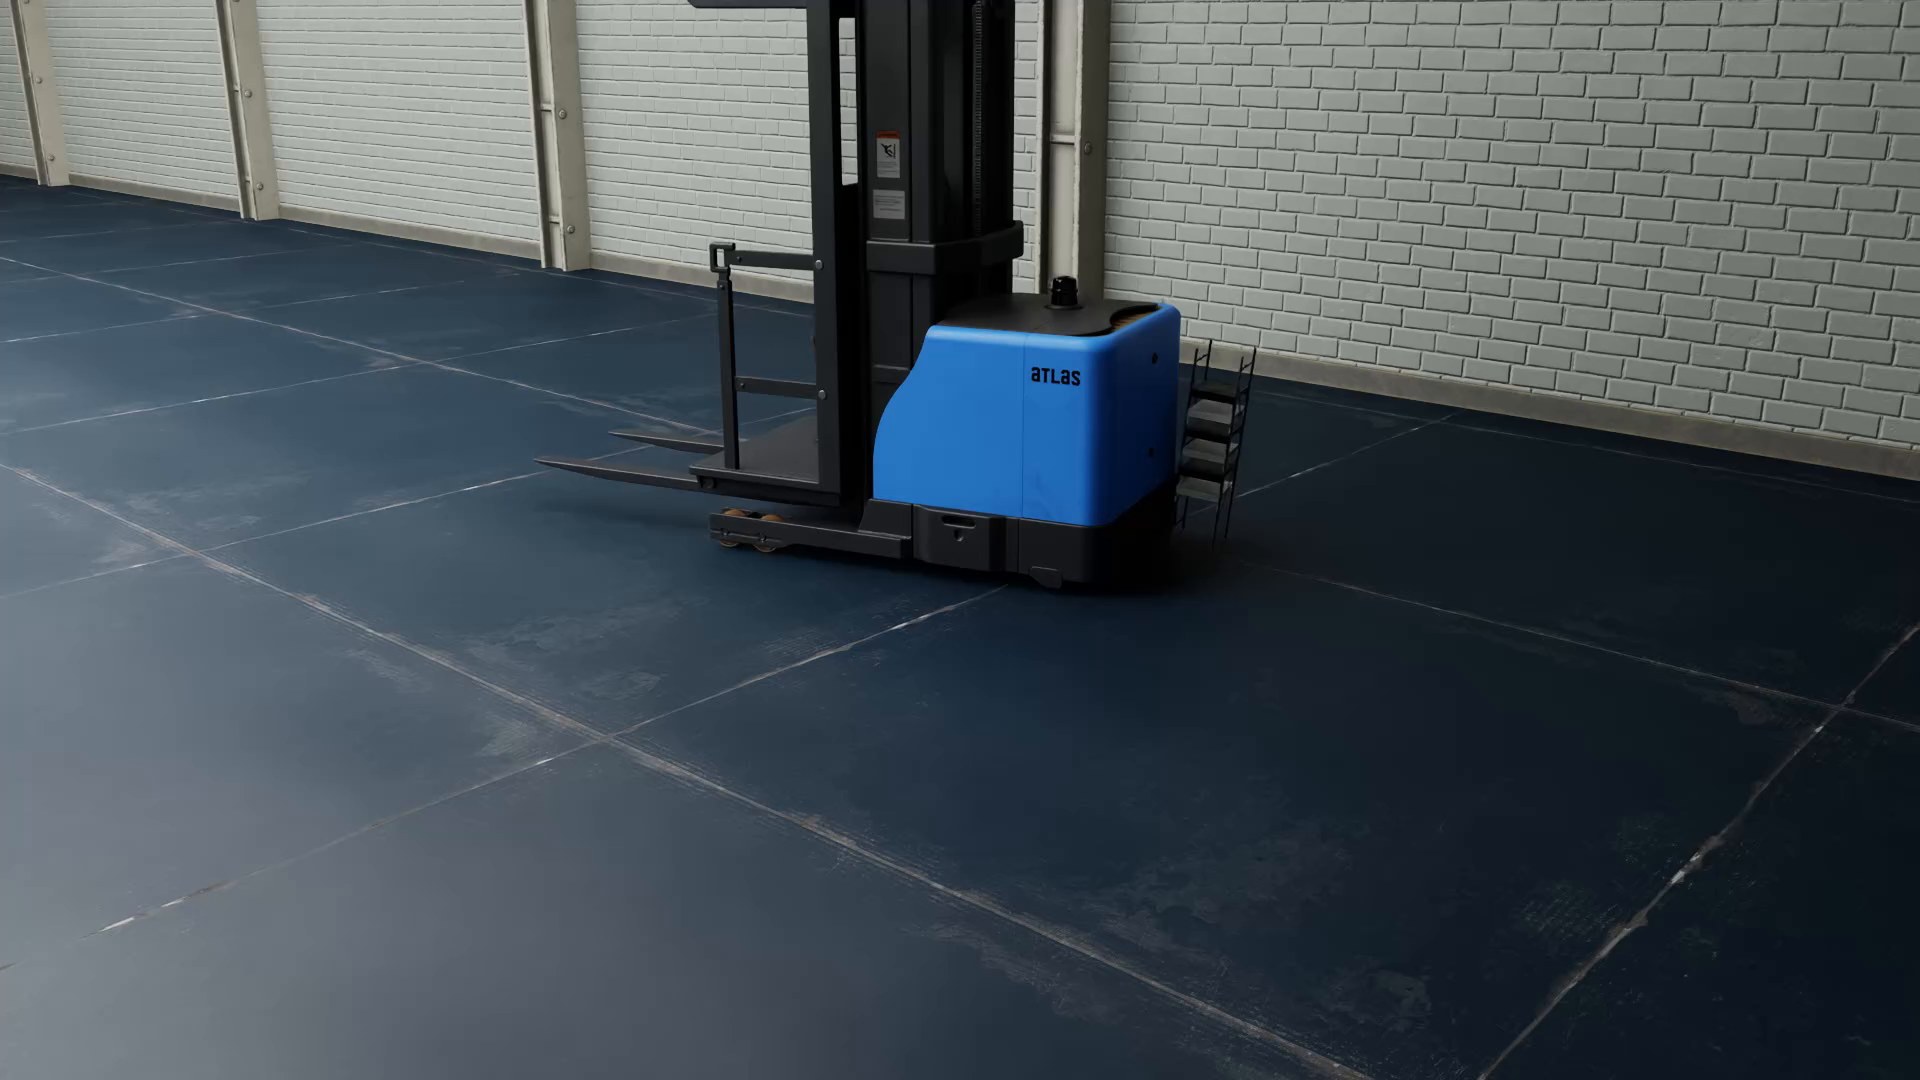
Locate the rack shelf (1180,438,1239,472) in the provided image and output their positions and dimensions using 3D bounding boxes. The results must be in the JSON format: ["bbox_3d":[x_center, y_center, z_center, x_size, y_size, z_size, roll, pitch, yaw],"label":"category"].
[{"bbox_3d":[1.118,-0.387,7.425,0.200,0.077,0.258,14,21,21],"label":"rack shelf"}]

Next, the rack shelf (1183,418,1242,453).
[{"bbox_3d":[1.127,-0.471,7.394,0.200,0.077,0.258,14,21,21],"label":"rack shelf"}]

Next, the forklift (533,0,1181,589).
[{"bbox_3d":[-0.570,-1.476,7.418,3.031,2.935,1.130,8,19,23],"label":"forklift"}]

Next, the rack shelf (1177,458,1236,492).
[{"bbox_3d":[1.110,-0.303,7.455,0.200,0.077,0.258,14,21,21],"label":"rack shelf"}]

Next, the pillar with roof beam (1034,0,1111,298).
[{"bbox_3d":[-2.086,-4.689,7.511,0.400,9.000,9.100,15,23,39],"label":"pillar with roof beam"}]

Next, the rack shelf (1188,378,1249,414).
[{"bbox_3d":[1.144,-0.640,7.333,0.200,0.077,0.258,14,21,21],"label":"rack shelf"}]

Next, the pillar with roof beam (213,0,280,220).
[{"bbox_3d":[-11.061,-7.099,15.103,0.400,9.000,9.100,15,23,39],"label":"pillar with roof beam"}]

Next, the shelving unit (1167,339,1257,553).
[{"bbox_3d":[1.122,-0.418,7.413,0.210,0.900,0.258,14,21,21],"label":"shelving unit"}]

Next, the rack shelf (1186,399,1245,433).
[{"bbox_3d":[1.135,-0.555,7.363,0.200,0.077,0.258,14,21,21],"label":"rack shelf"}]

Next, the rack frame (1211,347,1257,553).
[{"bbox_3d":[1.214,-0.396,7.377,0.006,0.900,0.240,14,21,21],"label":"rack frame"}]

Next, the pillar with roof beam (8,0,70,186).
[{"bbox_3d":[-15.549,-8.303,18.899,0.400,9.000,9.100,15,23,39],"label":"pillar with roof beam"}]

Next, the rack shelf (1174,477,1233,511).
[{"bbox_3d":[1.102,-0.219,7.486,0.200,0.077,0.258,14,21,21],"label":"rack shelf"}]

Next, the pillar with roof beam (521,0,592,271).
[{"bbox_3d":[-6.574,-5.894,11.307,0.400,9.000,9.100,15,23,39],"label":"pillar with roof beam"}]

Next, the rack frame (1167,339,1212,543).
[{"bbox_3d":[1.029,-0.441,7.449,0.006,0.900,0.240,14,21,21],"label":"rack frame"}]
